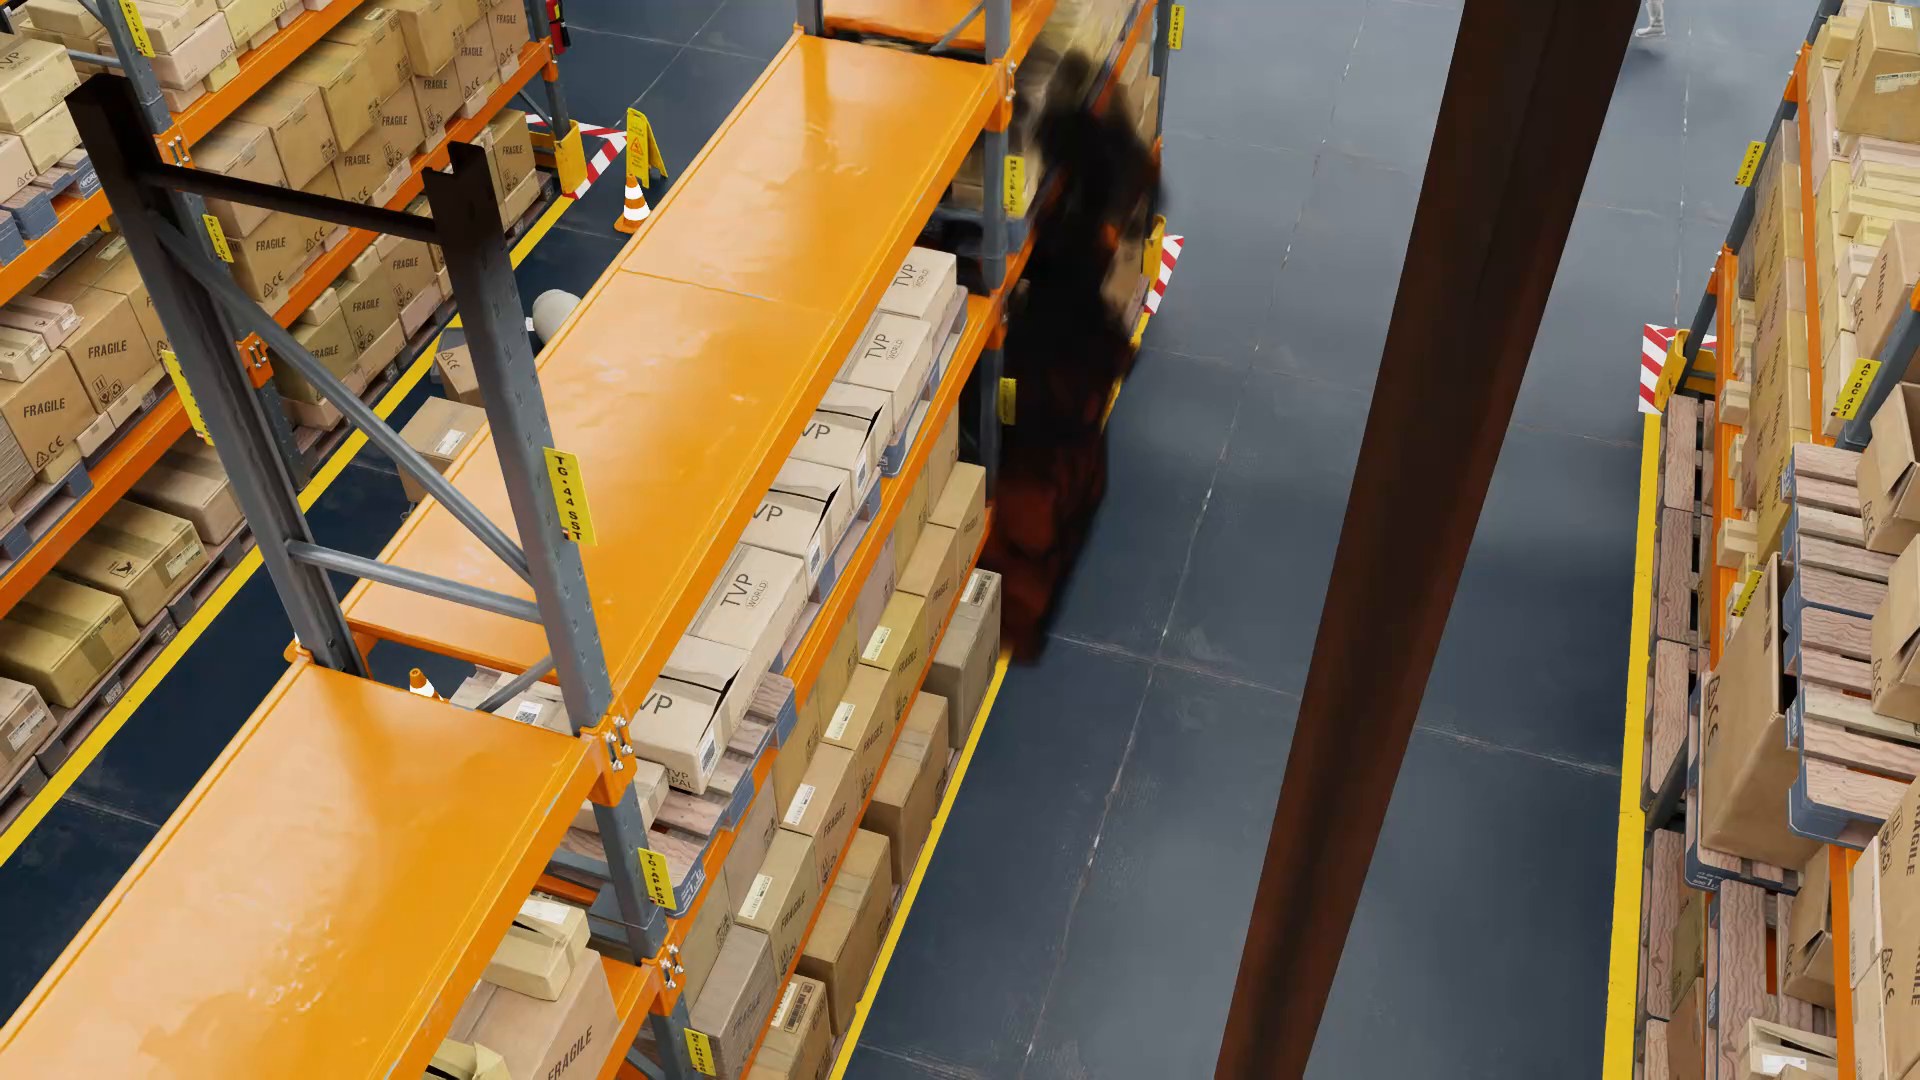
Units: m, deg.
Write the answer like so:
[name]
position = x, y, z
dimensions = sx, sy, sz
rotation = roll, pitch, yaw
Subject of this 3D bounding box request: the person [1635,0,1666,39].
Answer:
[person]
position = 6.294, -5.369, 15.185
dimensions = 0.600, 1.743, 0.740
rotation = -31, 53, -27
